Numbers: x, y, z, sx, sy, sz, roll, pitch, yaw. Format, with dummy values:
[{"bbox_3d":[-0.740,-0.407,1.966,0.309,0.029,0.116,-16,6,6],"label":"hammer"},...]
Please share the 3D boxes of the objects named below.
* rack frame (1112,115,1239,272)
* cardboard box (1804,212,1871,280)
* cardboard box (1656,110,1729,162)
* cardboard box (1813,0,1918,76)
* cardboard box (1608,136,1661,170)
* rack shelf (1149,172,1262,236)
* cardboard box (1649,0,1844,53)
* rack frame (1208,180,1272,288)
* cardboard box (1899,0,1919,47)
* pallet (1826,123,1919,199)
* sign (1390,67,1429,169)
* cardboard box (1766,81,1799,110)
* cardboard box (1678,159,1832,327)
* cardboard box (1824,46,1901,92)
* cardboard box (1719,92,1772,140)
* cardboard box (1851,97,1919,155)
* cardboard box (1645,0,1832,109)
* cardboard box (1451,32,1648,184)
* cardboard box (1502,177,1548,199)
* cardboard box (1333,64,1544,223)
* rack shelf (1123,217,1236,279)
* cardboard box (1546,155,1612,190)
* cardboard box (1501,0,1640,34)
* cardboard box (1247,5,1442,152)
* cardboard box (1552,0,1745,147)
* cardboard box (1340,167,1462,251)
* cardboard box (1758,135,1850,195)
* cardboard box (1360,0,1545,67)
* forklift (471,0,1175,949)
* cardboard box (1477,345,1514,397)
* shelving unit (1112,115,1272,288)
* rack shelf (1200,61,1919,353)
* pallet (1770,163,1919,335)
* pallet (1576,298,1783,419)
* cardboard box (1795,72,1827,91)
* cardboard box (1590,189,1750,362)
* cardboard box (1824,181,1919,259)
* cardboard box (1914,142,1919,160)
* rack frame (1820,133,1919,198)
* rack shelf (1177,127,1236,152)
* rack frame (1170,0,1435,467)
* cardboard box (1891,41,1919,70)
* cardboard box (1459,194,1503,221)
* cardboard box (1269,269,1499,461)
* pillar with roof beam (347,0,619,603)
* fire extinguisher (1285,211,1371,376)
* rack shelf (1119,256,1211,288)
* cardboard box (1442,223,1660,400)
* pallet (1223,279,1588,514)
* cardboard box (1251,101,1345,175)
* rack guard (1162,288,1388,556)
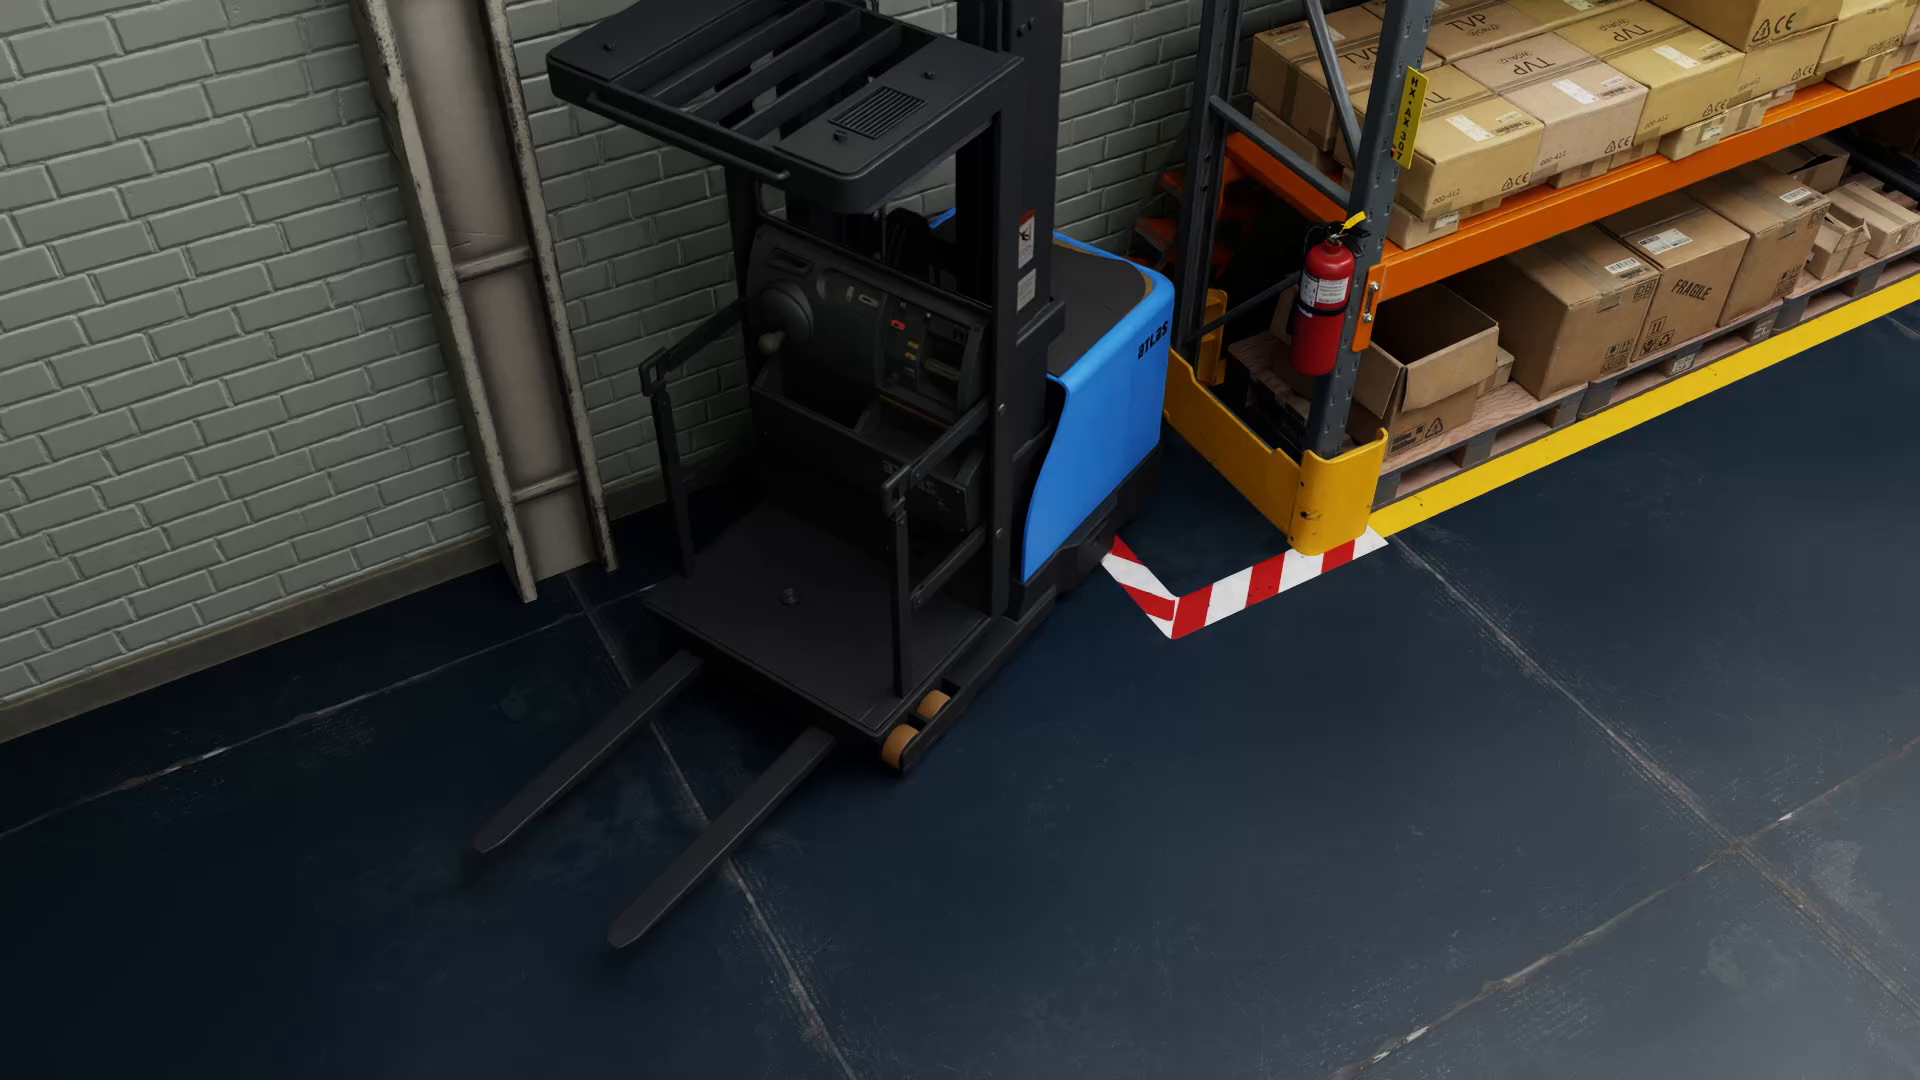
[{"bbox_3d":[0.808,-1.292,6.972,0.015,1.200,0.240,-9,47,-48],"label":"rack frame"},{"bbox_3d":[4.001,-1.444,7.746,0.258,0.266,0.396,-20,48,-20],"label":"cardboard box"},{"bbox_3d":[2.743,-1.656,6.483,0.250,0.149,0.380,-23,49,-22],"label":"cardboard box"},{"bbox_3d":[3.462,-2.150,6.706,0.500,0.250,0.500,-22,48,-21],"label":"cardboard box"},{"bbox_3d":[2.486,-1.614,6.440,0.250,0.149,0.380,-21,48,-20],"label":"cardboard box"},{"bbox_3d":[1.038,-1.434,7.076,0.480,0.148,0.258,-9,47,-48],"label":"rack shelf"},{"bbox_3d":[3.007,-2.219,6.238,0.500,0.500,0.500,-21,48,-20],"label":"cardboard box"},{"bbox_3d":[1.132,-1.340,7.334,0.015,1.200,0.240,-9,47,-48],"label":"rack frame"},{"bbox_3d":[3.901,-2.315,6.876,0.500,0.250,0.500,-22,48,-21],"label":"cardboard box"},{"bbox_3d":[5.334,-2.073,8.735,1.213,0.211,1.003,-22,48,-21],"label":"pallet"},{"bbox_3d":[1.450,-1.364,5.380,0.005,0.325,0.100,-22,48,-21],"label":"sign"},{"bbox_3d":[3.150,-1.891,6.725,0.250,0.149,0.380,-22,48,-21],"label":"cardboard box"},{"bbox_3d":[3.418,-1.423,7.556,0.500,0.500,0.700,-24,49,-22],"label":"cardboard box"},{"bbox_3d":[3.620,-2.027,6.866,0.250,0.149,0.380,-22,48,-22],"label":"cardboard box"},{"bbox_3d":[2.961,-1.760,6.590,0.250,0.149,0.380,-21,48,-20],"label":"cardboard box"},{"bbox_3d":[4.926,-2.372,8.533,0.500,0.500,0.500,-22,48,-21],"label":"cardboard box"},{"bbox_3d":[3.015,-1.972,6.522,0.500,0.250,0.500,-23,49,-22],"label":"cardboard box"},{"bbox_3d":[2.144,-1.604,6.143,0.500,0.250,0.500,-21,48,-21],"label":"cardboard box"},{"bbox_3d":[2.009,-1.468,6.289,0.250,0.149,0.380,-22,48,-21],"label":"cardboard box"},{"bbox_3d":[1.707,-1.429,5.963,0.500,0.250,0.500,-22,48,-21],"label":"cardboard box"},{"bbox_3d":[0.941,-1.265,7.186,0.480,0.148,0.258,-9,47,-48],"label":"rack shelf"},{"bbox_3d":[2.259,-1.518,6.341,0.250,0.149,0.380,-20,48,-20],"label":"cardboard box"},{"bbox_3d":[2.325,-2.101,6.655,0.500,0.250,0.500,-20,48,-20],"label":"cardboard box"},{"bbox_3d":[1.446,-1.754,6.298,0.500,0.250,0.500,-20,48,-20],"label":"cardboard box"},{"bbox_3d":[2.582,-1.782,6.326,0.500,0.250,0.500,-23,49,-22],"label":"cardboard box"},{"bbox_3d":[1.601,-1.239,6.054,0.250,0.149,0.380,-22,48,-21],"label":"cardboard box"},{"bbox_3d":[3.957,-1.868,8.150,0.500,0.311,0.500,-20,48,-20],"label":"cardboard box"},{"bbox_3d":[1.894,-1.932,6.481,0.500,0.250,0.500,-22,48,-21],"label":"cardboard box"},{"bbox_3d":[-0.443,-0.621,5.286,1.130,2.935,3.031,26,50,25],"label":"forklift"},{"bbox_3d":[2.145,-0.788,7.153,0.250,0.149,0.380,-24,49,-22],"label":"cardboard box"},{"bbox_3d":[0.970,-1.316,7.153,0.503,1.200,0.258,-9,47,-48],"label":"shelving unit"},{"bbox_3d":[2.914,-1.817,6.985,4.000,0.370,1.077,-22,48,-21],"label":"rack shelf"},{"bbox_3d":[4.052,-1.531,8.176,1.213,0.211,1.003,-22,48,-21],"label":"pallet"},{"bbox_3d":[2.993,-1.104,7.737,1.213,0.211,1.003,-22,48,-21],"label":"pallet"},{"bbox_3d":[3.341,-2.005,6.843,0.250,0.149,0.380,-21,48,-20],"label":"cardboard box"},{"bbox_3d":[3.026,-1.186,7.312,0.500,0.500,0.500,-21,48,-20],"label":"cardboard box"},{"bbox_3d":[4.311,-1.526,7.914,0.250,0.149,0.380,-23,49,-22],"label":"cardboard box"},{"bbox_3d":[5.179,-2.055,8.207,0.500,0.500,0.500,-20,48,-19],"label":"cardboard box"},{"bbox_3d":[4.648,-2.769,7.449,0.127,3.000,1.000,-22,48,-21],"label":"rack frame"},{"bbox_3d":[1.141,-1.613,6.960,0.480,0.148,0.258,-9,47,-48],"label":"rack shelf"},{"bbox_3d":[1.179,-1.381,6.019,0.127,3.000,1.000,-22,48,-21],"label":"rack frame"},{"bbox_3d":[3.828,-2.133,6.974,0.250,0.149,0.380,-21,48,-20],"label":"cardboard box"},{"bbox_3d":[1.799,-1.356,6.173,0.250,0.149,0.380,-21,48,-20],"label":"cardboard box"},{"bbox_3d":[1.757,-0.791,6.902,0.637,0.503,0.797,-24,49,-22],"label":"cardboard box"},{"bbox_3d":[0.537,-0.543,0.848,0.400,9.000,9.100,-22,48,-21],"label":"pillar with roof beam"},{"bbox_3d":[1.282,-0.890,5.836,0.183,0.674,0.296,-22,48,-21],"label":"fire extinguisher"},{"bbox_3d":[0.855,-1.115,7.283,0.480,0.148,0.258,-9,47,-48],"label":"rack shelf"},{"bbox_3d":[2.518,-1.063,7.185,0.500,0.500,0.700,-20,48,-19],"label":"cardboard box"},{"bbox_3d":[1.936,-0.684,7.303,1.213,0.211,1.003,-22,48,-21],"label":"pallet"},{"bbox_3d":[1.333,-1.568,6.392,0.250,0.149,0.380,-22,48,-21],"label":"cardboard box"},{"bbox_3d":[1.245,-0.511,6.917,0.348,0.500,1.175,-22,48,-21],"label":"rack guard"}]
